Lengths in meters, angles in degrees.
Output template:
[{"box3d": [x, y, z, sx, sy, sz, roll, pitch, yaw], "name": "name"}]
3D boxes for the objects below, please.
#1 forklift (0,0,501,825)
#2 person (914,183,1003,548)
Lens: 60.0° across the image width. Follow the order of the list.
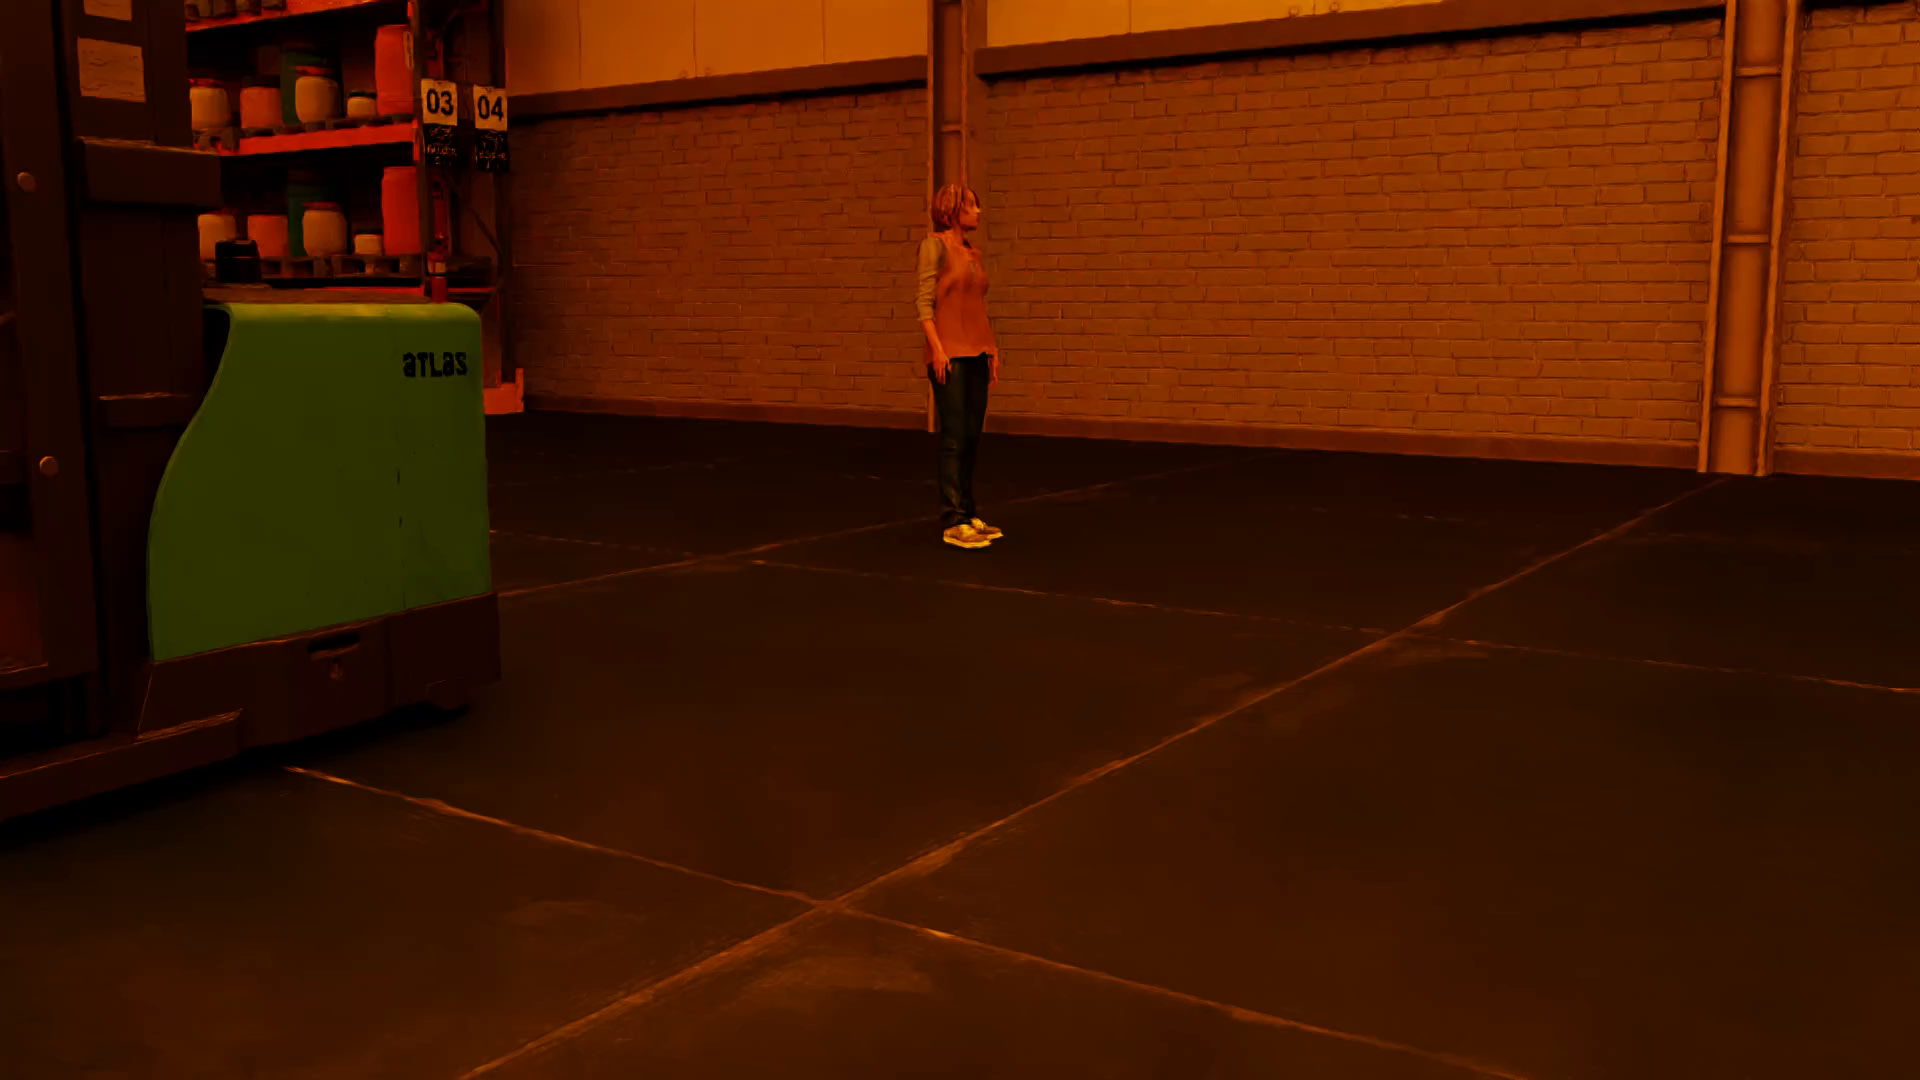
[{"box3d": [-2.390, -0.861, 3.249, 1.130, 2.935, 3.031, 4, 9, 29], "name": "forklift"}, {"box3d": [0.054, -0.783, 7.439, 0.474, 1.583, 0.520, 5, 10, 34], "name": "person"}]
